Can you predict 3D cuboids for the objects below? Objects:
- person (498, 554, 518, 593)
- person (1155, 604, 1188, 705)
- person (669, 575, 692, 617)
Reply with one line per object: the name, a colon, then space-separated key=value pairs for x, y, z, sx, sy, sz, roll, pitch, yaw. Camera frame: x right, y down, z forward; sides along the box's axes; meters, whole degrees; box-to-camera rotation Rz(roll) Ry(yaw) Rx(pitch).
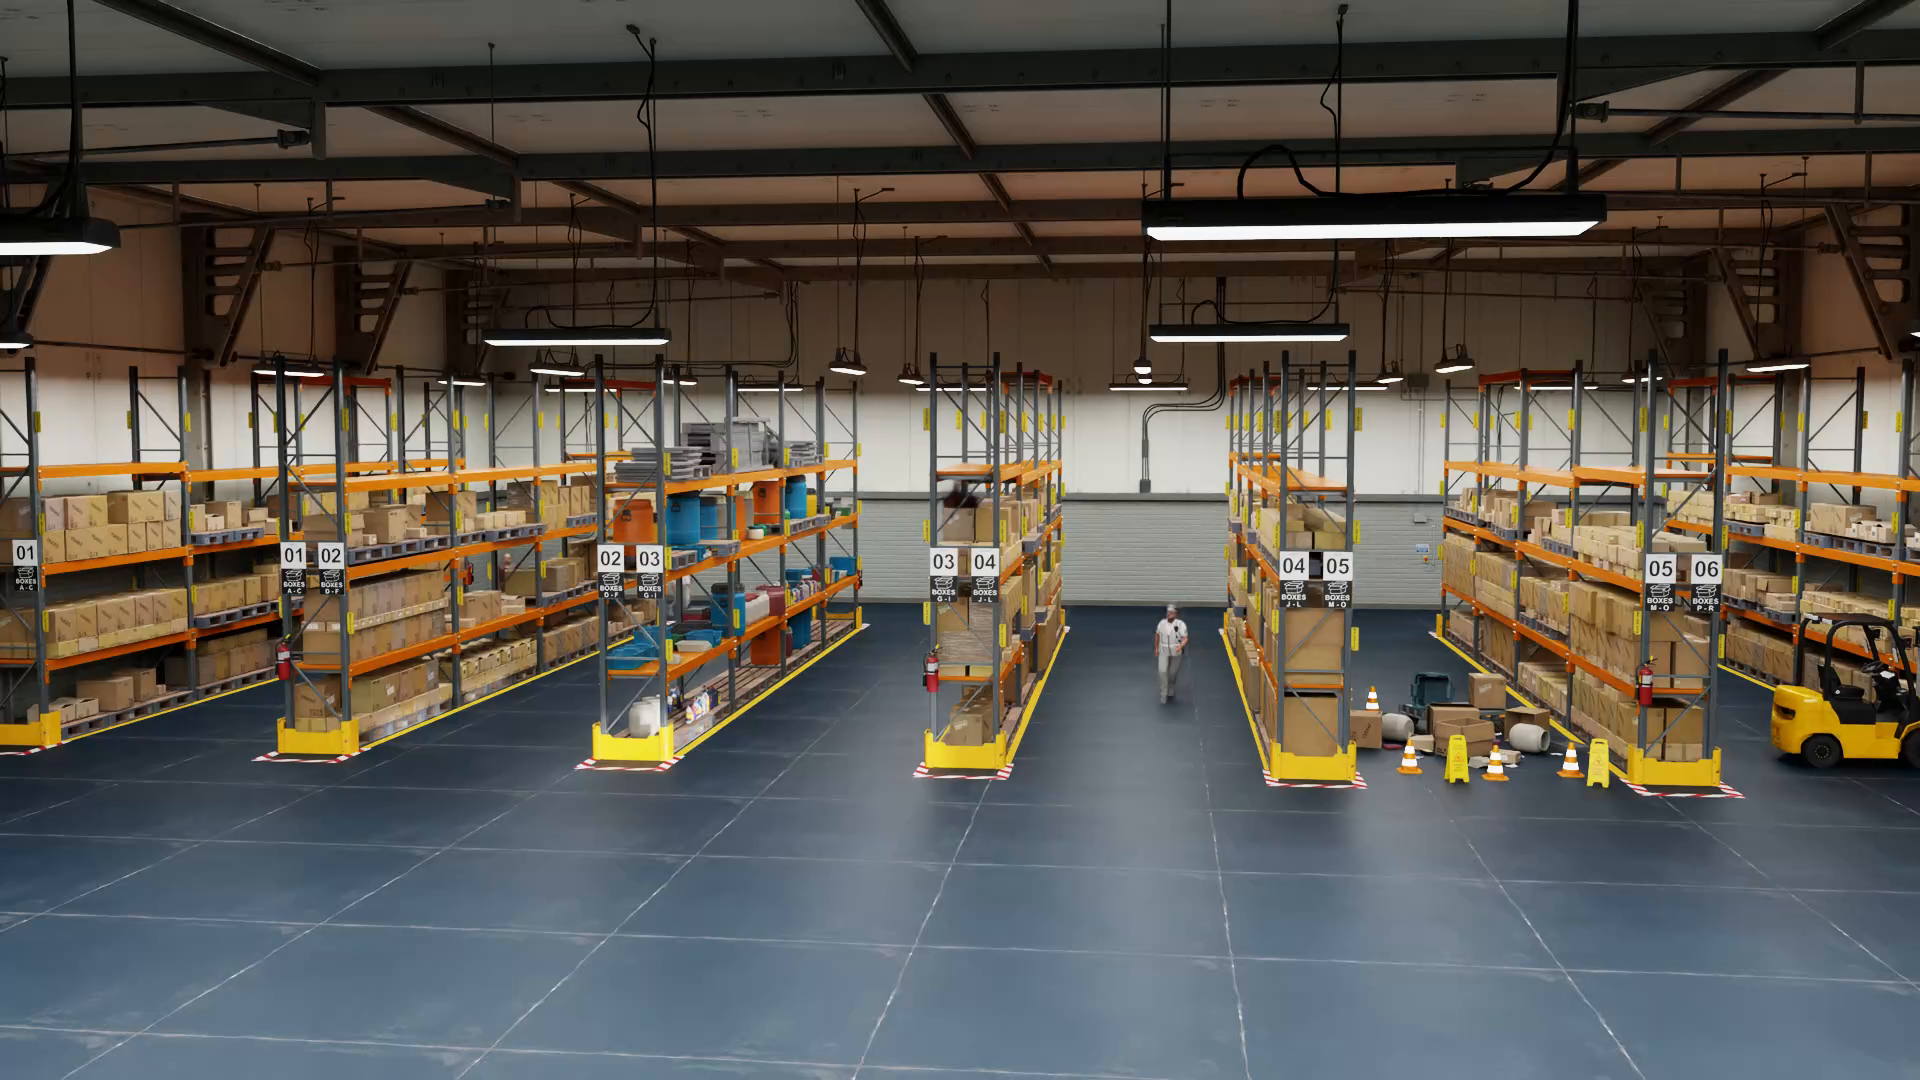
person: x=-11.203 y=1.201 z=41.219 sx=0.625 sy=1.741 sz=0.742 roll=0 pitch=4 yaw=-6
person: x=3.796 y=2.035 z=29.884 sx=0.580 sy=1.771 sz=0.985 roll=1 pitch=4 yaw=7
person: x=-7.088 y=1.113 z=42.306 sx=0.543 sy=1.758 sz=0.597 roll=-4 pitch=5 yaw=-42
